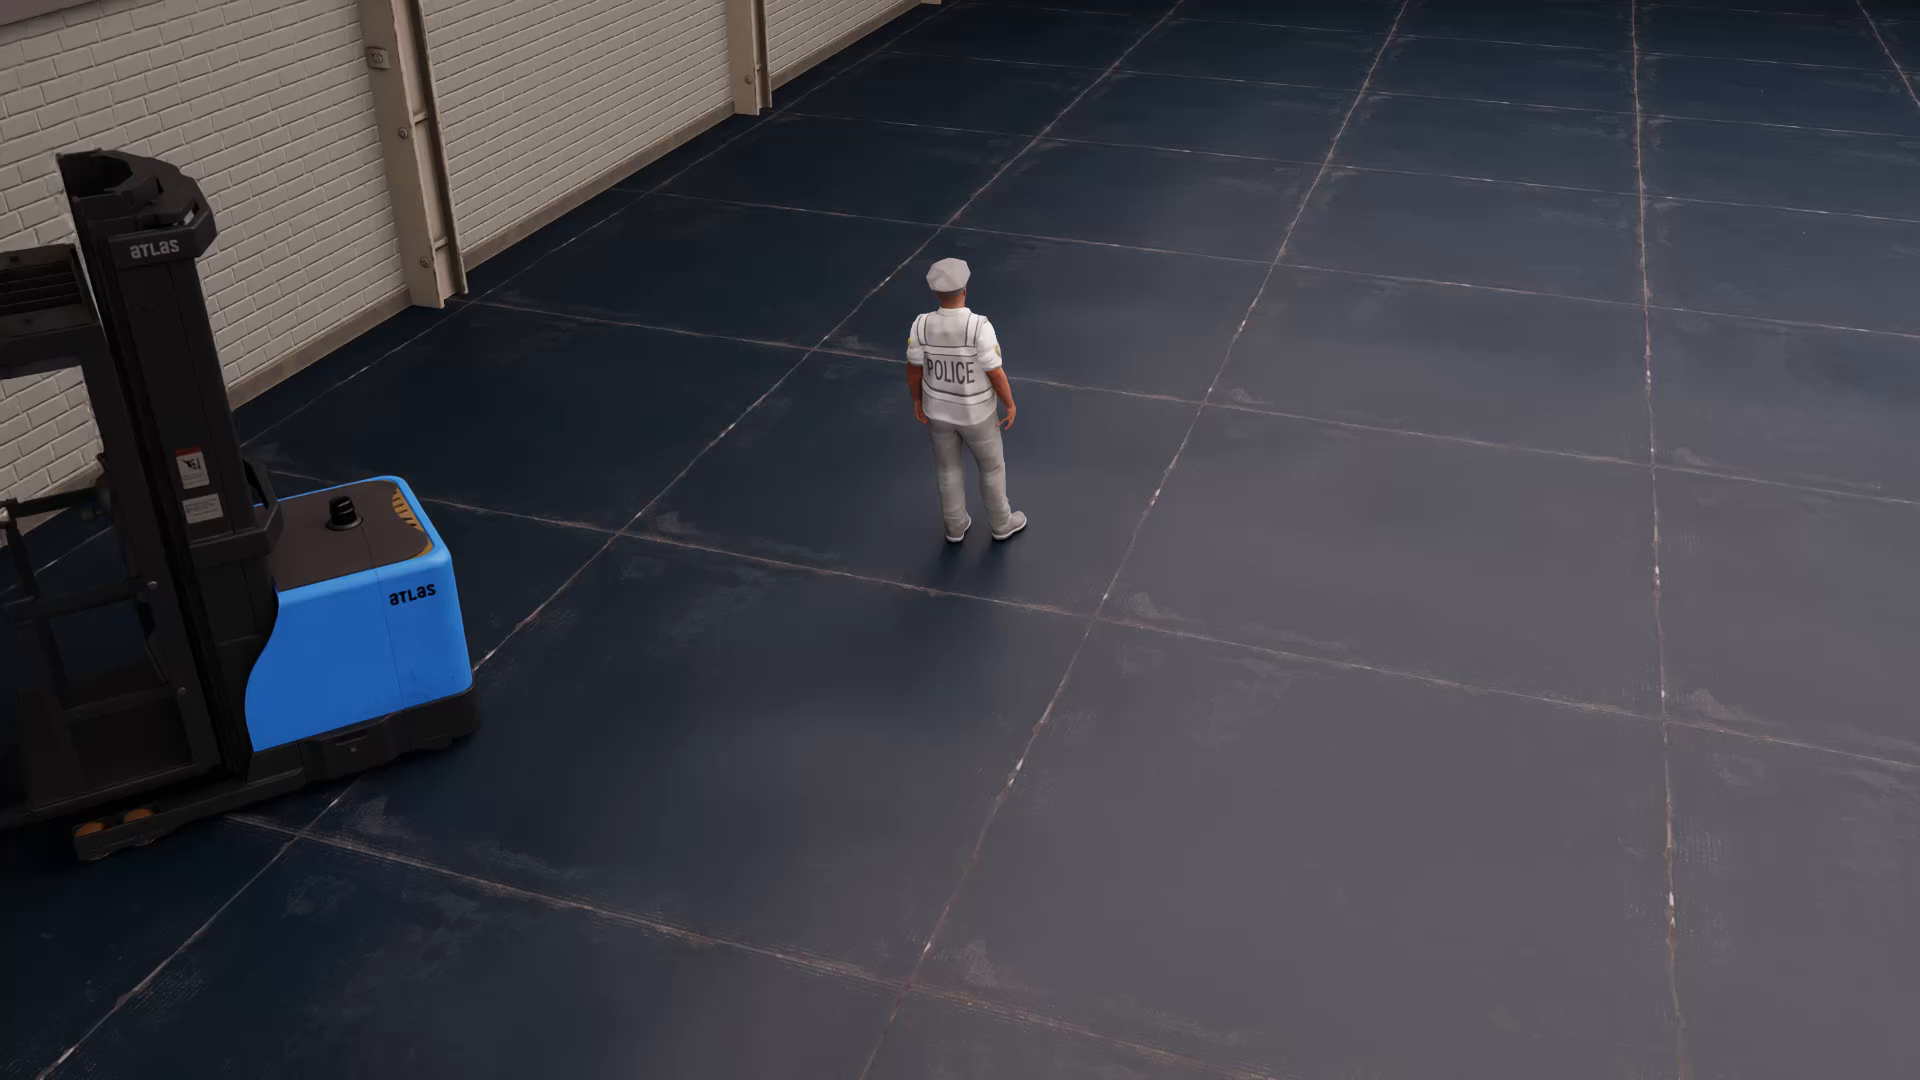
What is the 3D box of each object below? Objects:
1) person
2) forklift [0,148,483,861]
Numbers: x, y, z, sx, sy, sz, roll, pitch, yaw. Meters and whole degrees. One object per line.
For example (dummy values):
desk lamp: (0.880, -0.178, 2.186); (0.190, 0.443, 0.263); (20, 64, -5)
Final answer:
person: (0.036, -0.812, 9.714); (0.641, 1.772, 0.574); (10, 31, 16)
forklift: (-3.932, -0.121, 7.349); (3.031, 2.935, 1.130); (-16, 33, -26)
